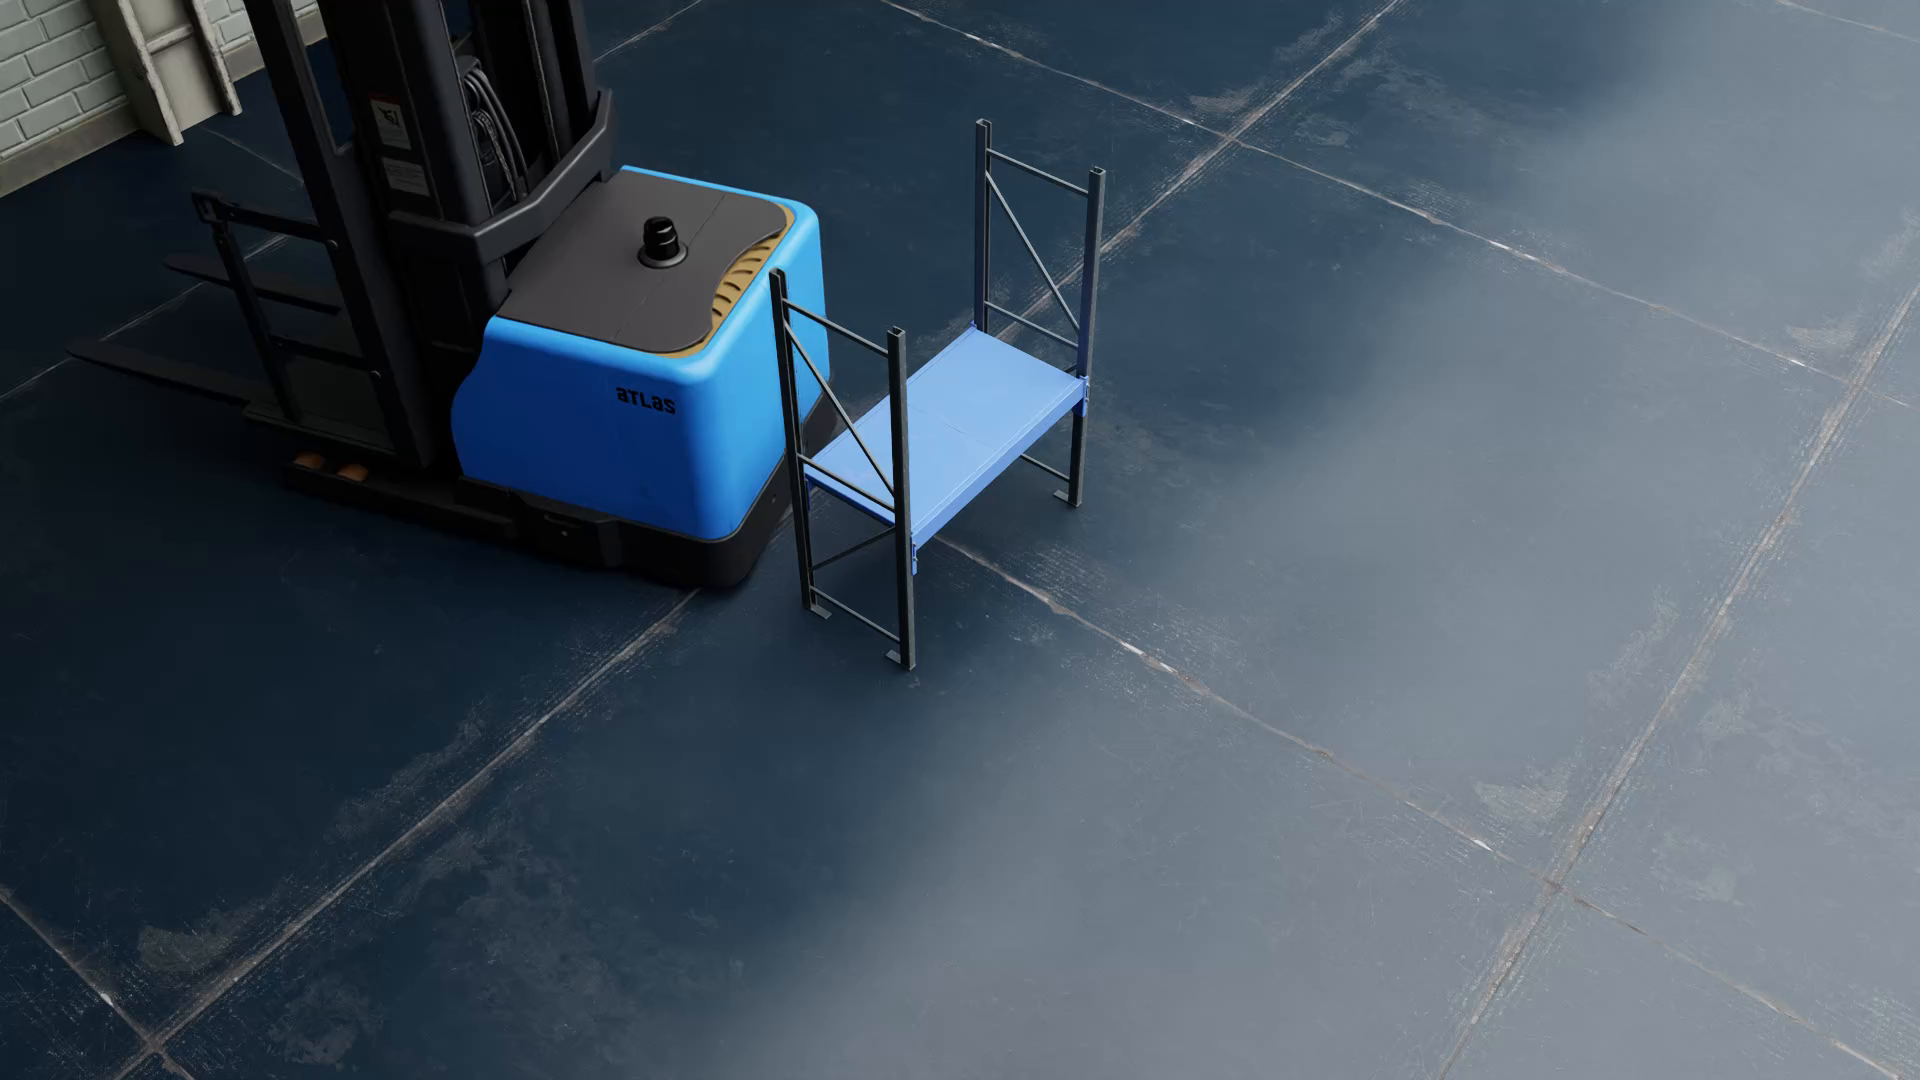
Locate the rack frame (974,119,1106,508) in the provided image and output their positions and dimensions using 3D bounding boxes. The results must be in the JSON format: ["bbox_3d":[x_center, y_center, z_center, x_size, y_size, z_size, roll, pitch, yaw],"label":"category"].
[{"bbox_3d":[0.259,-0.760,5.939,0.500,1.500,0.032,29,53,25],"label":"rack frame"}]

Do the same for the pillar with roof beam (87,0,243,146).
[{"bbox_3d":[-0.409,-3.297,3.176,9.100,9.000,0.400,29,53,25],"label":"pillar with roof beam"}]

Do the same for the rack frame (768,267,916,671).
[{"bbox_3d":[-0.363,-0.178,5.383,0.500,1.500,0.032,29,53,25],"label":"rack frame"}]

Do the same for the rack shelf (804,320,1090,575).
[{"bbox_3d":[-0.052,-0.345,5.791,0.538,0.185,1.000,29,53,25],"label":"rack shelf"}]

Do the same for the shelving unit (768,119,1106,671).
[{"bbox_3d":[-0.052,-0.469,5.661,0.538,1.500,1.048,29,53,25],"label":"shelving unit"}]

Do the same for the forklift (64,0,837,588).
[{"bbox_3d":[-2.061,-1.489,5.646,3.031,2.935,1.130,14,48,13],"label":"forklift"}]
